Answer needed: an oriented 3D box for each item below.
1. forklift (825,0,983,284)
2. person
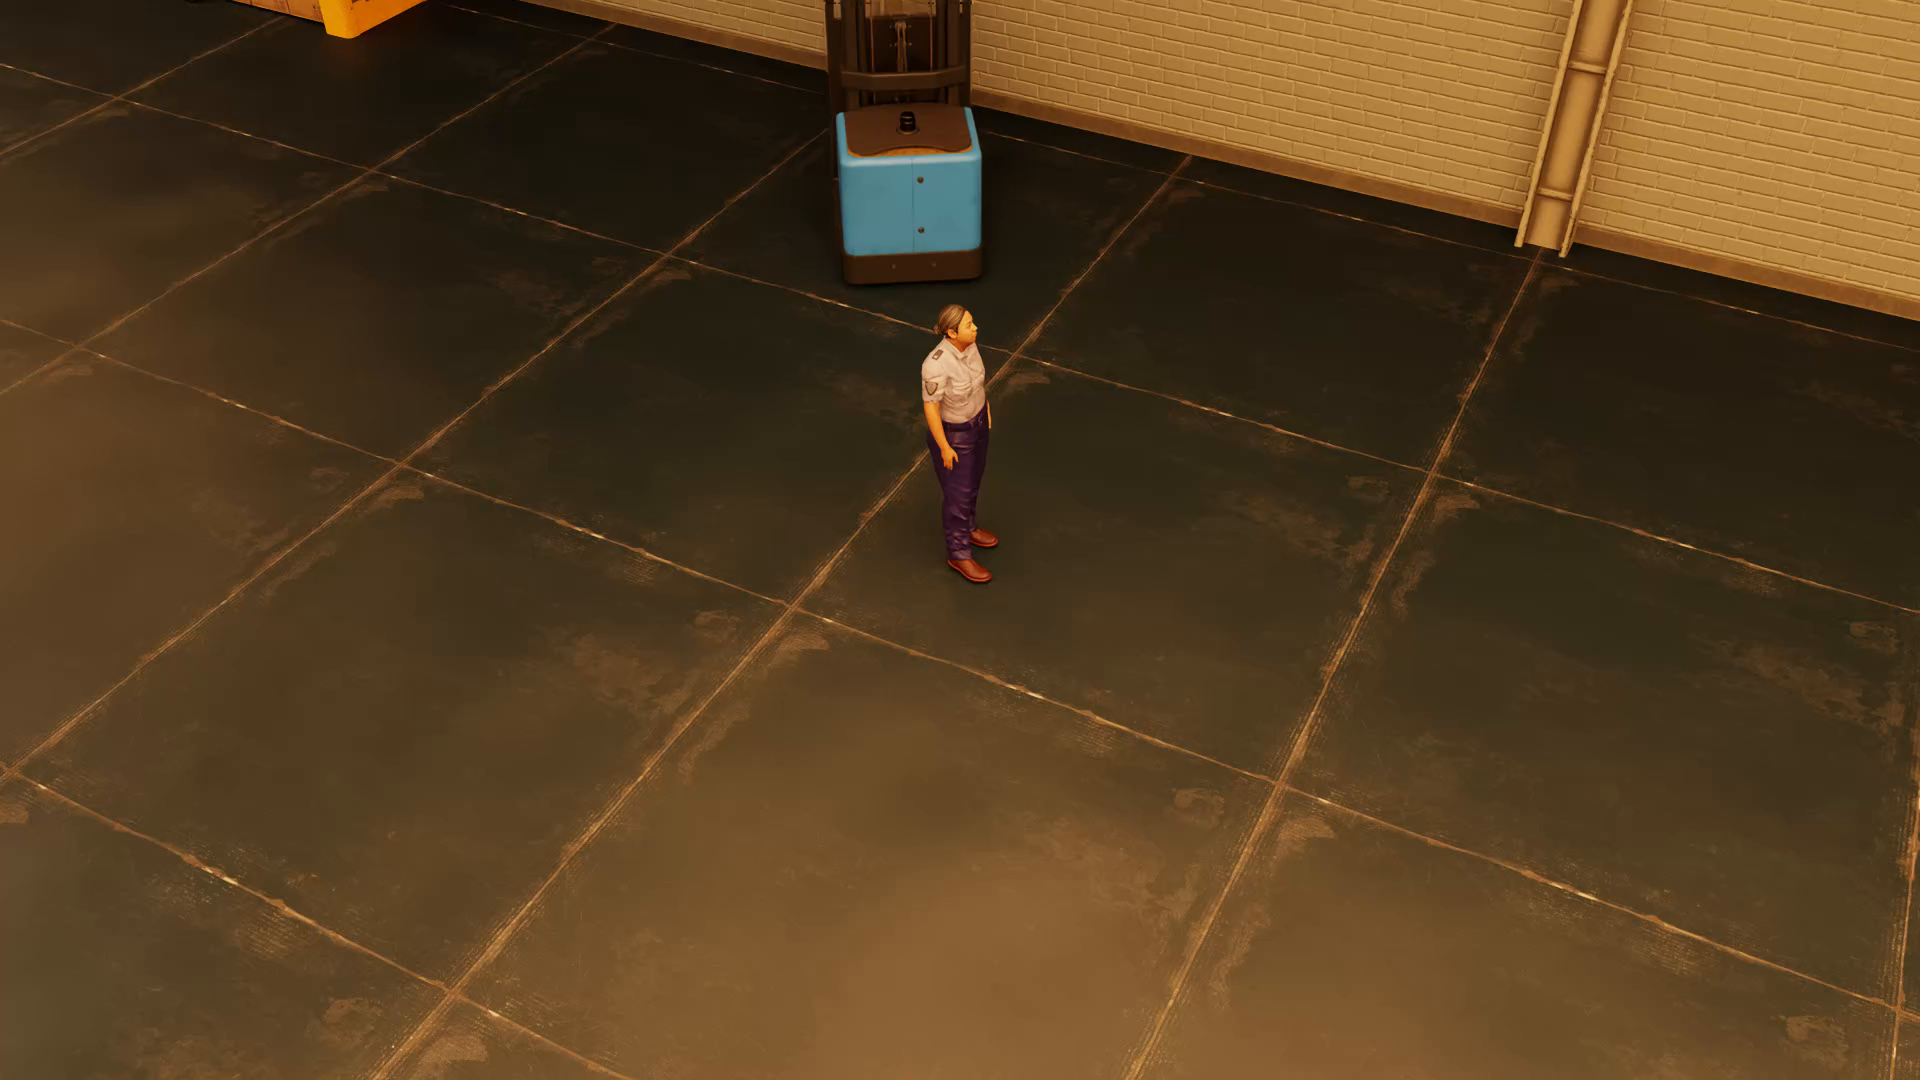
[{"bbox_3d":[-0.487,-3.971,12.702,1.130,2.935,3.031,-4,40,-4],"label":"forklift"},{"bbox_3d":[0.069,-0.597,9.680,0.503,1.650,0.599,18,43,21],"label":"person"}]
